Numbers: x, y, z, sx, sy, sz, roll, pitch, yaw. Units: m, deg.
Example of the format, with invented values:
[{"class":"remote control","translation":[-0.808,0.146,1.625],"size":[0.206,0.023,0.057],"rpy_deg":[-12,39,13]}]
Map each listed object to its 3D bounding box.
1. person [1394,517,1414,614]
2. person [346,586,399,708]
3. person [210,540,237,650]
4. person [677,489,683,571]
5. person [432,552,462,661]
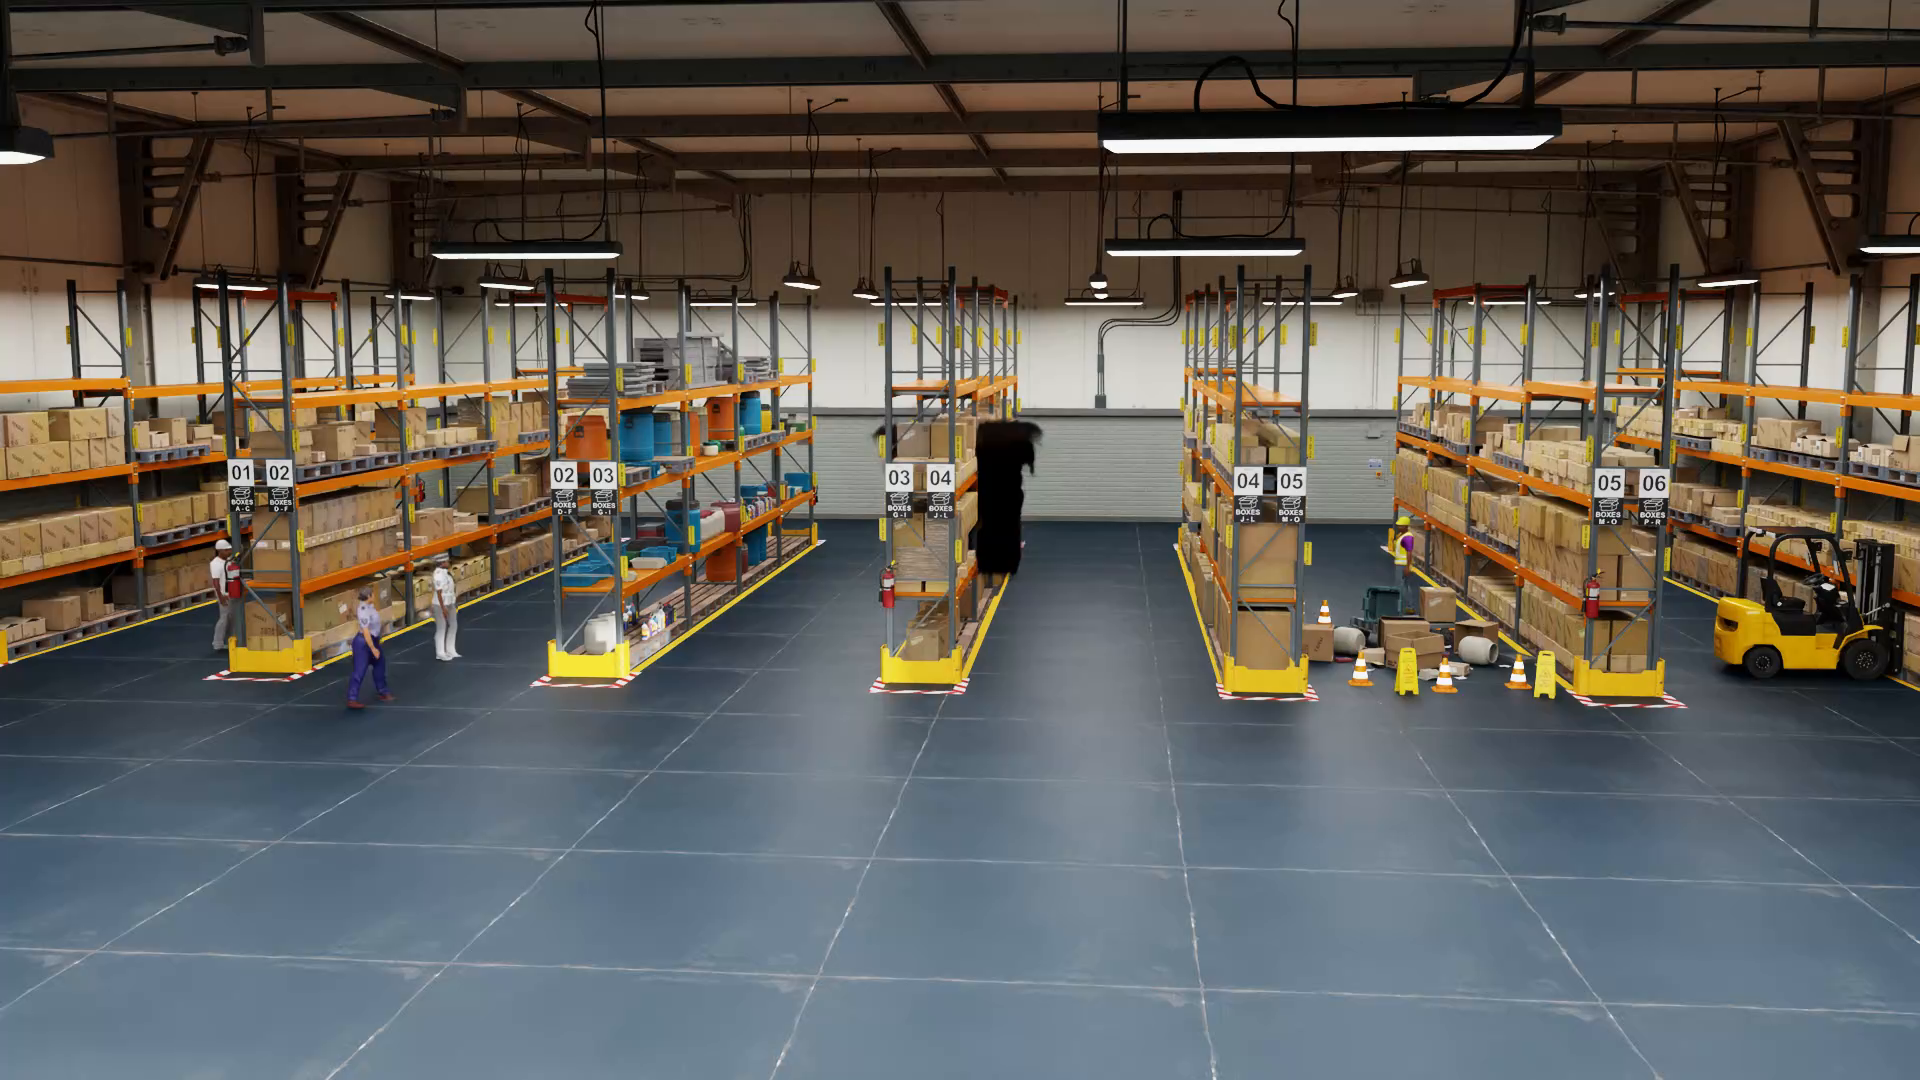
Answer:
[{"class":"person","translation":[8.077,0.455,30.318],"size":[0.435,1.772,0.596],"rpy_deg":[3,8,26]},{"class":"person","translation":[-8.065,1.451,22.709],"size":[0.559,1.672,0.690],"rpy_deg":[0,7,0]},{"class":"person","translation":[-11.806,0.873,26.900],"size":[0.567,1.768,0.582],"rpy_deg":[-2,7,-16]},{"class":"person","translation":[-5.933,-0.228,35.783],"size":[0.452,1.761,0.606],"rpy_deg":[0,7,2]},{"class":"person","translation":[-8.040,1.054,25.968],"size":[0.360,1.735,0.528],"rpy_deg":[2,7,12]}]
